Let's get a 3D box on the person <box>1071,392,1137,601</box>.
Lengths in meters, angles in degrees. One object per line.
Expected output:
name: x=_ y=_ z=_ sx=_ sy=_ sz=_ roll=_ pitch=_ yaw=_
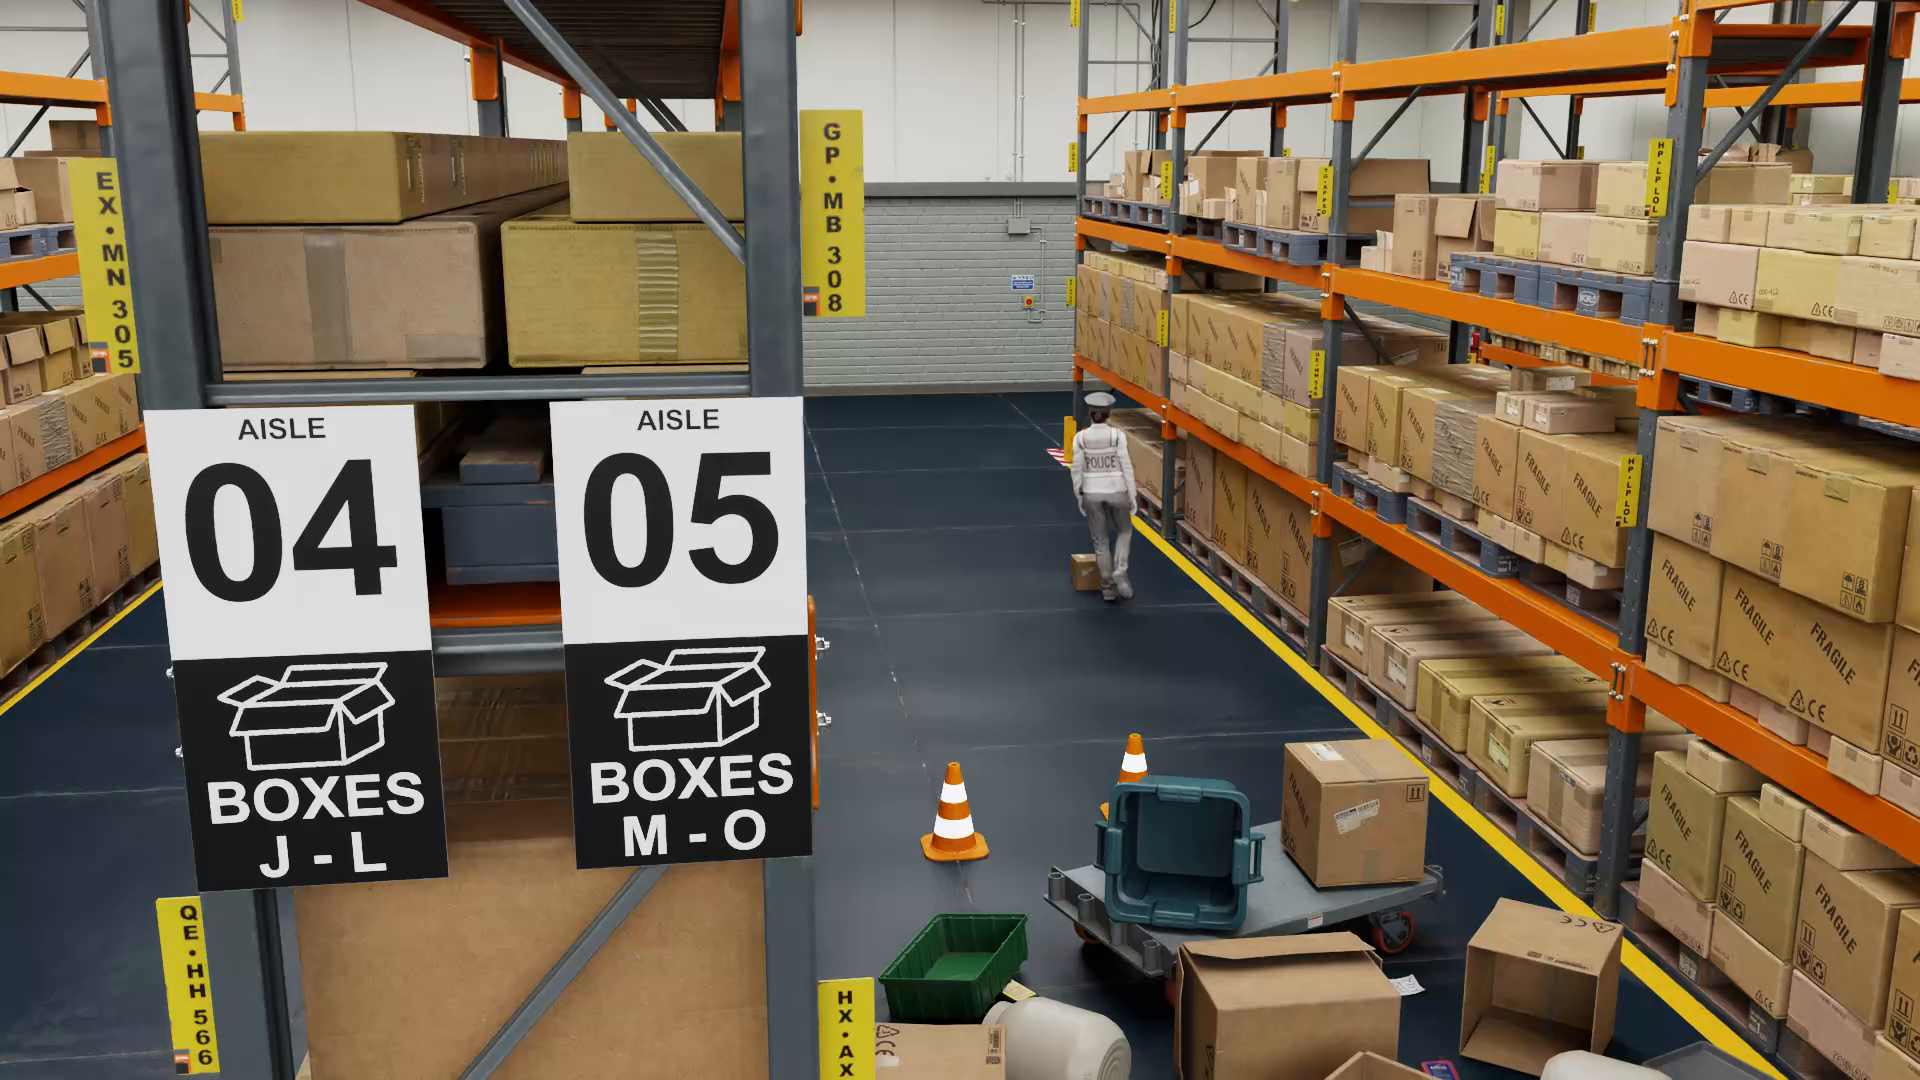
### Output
person: x=1.148 y=-0.336 z=13.291 sx=0.538 sy=1.675 sz=0.459 roll=2 pitch=13 yaw=8
